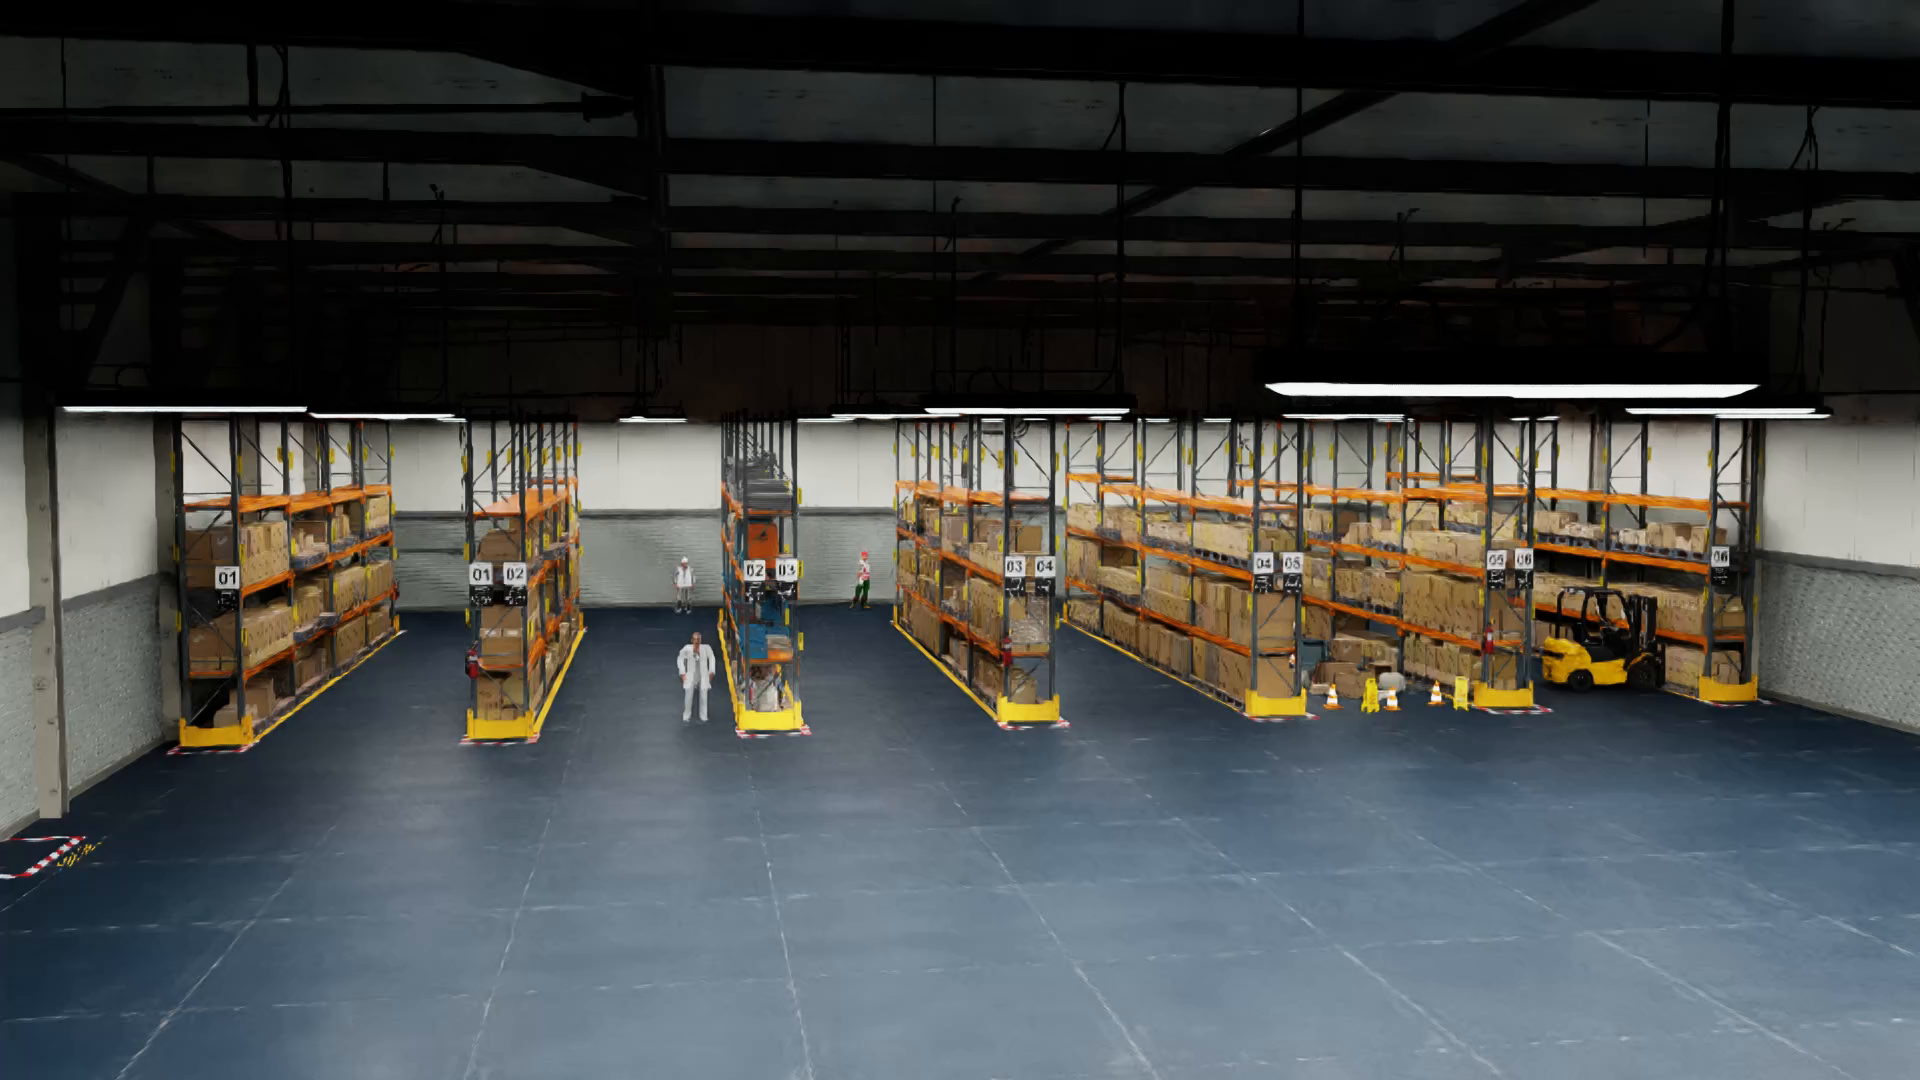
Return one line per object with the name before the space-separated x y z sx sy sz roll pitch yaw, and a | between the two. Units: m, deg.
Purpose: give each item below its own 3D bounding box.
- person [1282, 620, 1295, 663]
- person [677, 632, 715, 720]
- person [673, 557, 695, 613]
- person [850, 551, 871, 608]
person | 7.707 2.080 39.405 0.573 1.764 0.669 1 4 19
person | -5.086 2.624 32.083 0.729 1.732 0.541 -1 4 -10
person | -8.335 1.364 50.268 0.677 1.726 0.574 -1 4 -11
person | -3.091 1.236 51.639 0.487 1.788 0.712 3 5 35
